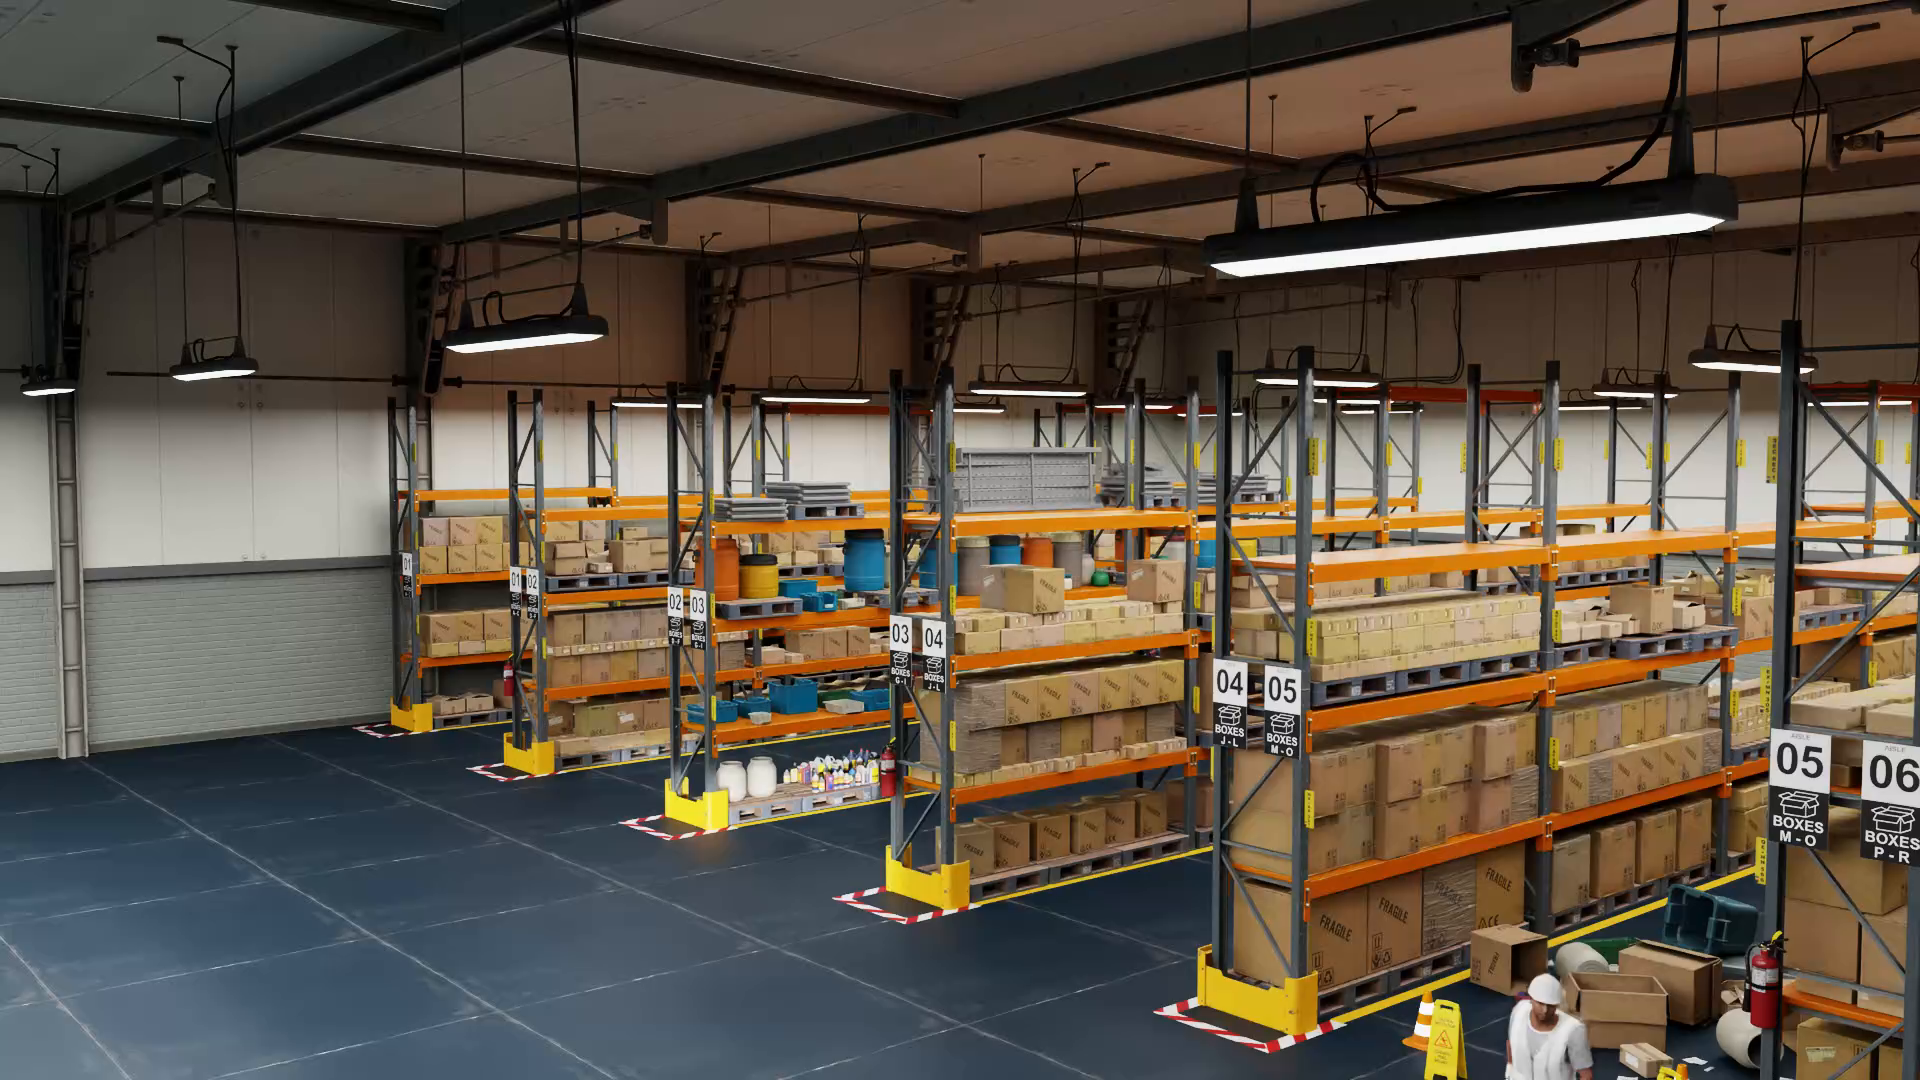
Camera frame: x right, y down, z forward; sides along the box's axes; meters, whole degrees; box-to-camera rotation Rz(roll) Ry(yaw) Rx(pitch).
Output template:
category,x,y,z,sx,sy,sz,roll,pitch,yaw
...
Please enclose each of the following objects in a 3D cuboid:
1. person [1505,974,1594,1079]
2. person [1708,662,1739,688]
category,x,y,z,sx,sy,sz,roll,pitch,yaw
person,3.815,3.659,10.896,0.688,1.731,0.648,3,4,39
person,12.112,2.782,26.343,0.829,1.745,0.596,-3,5,-43
